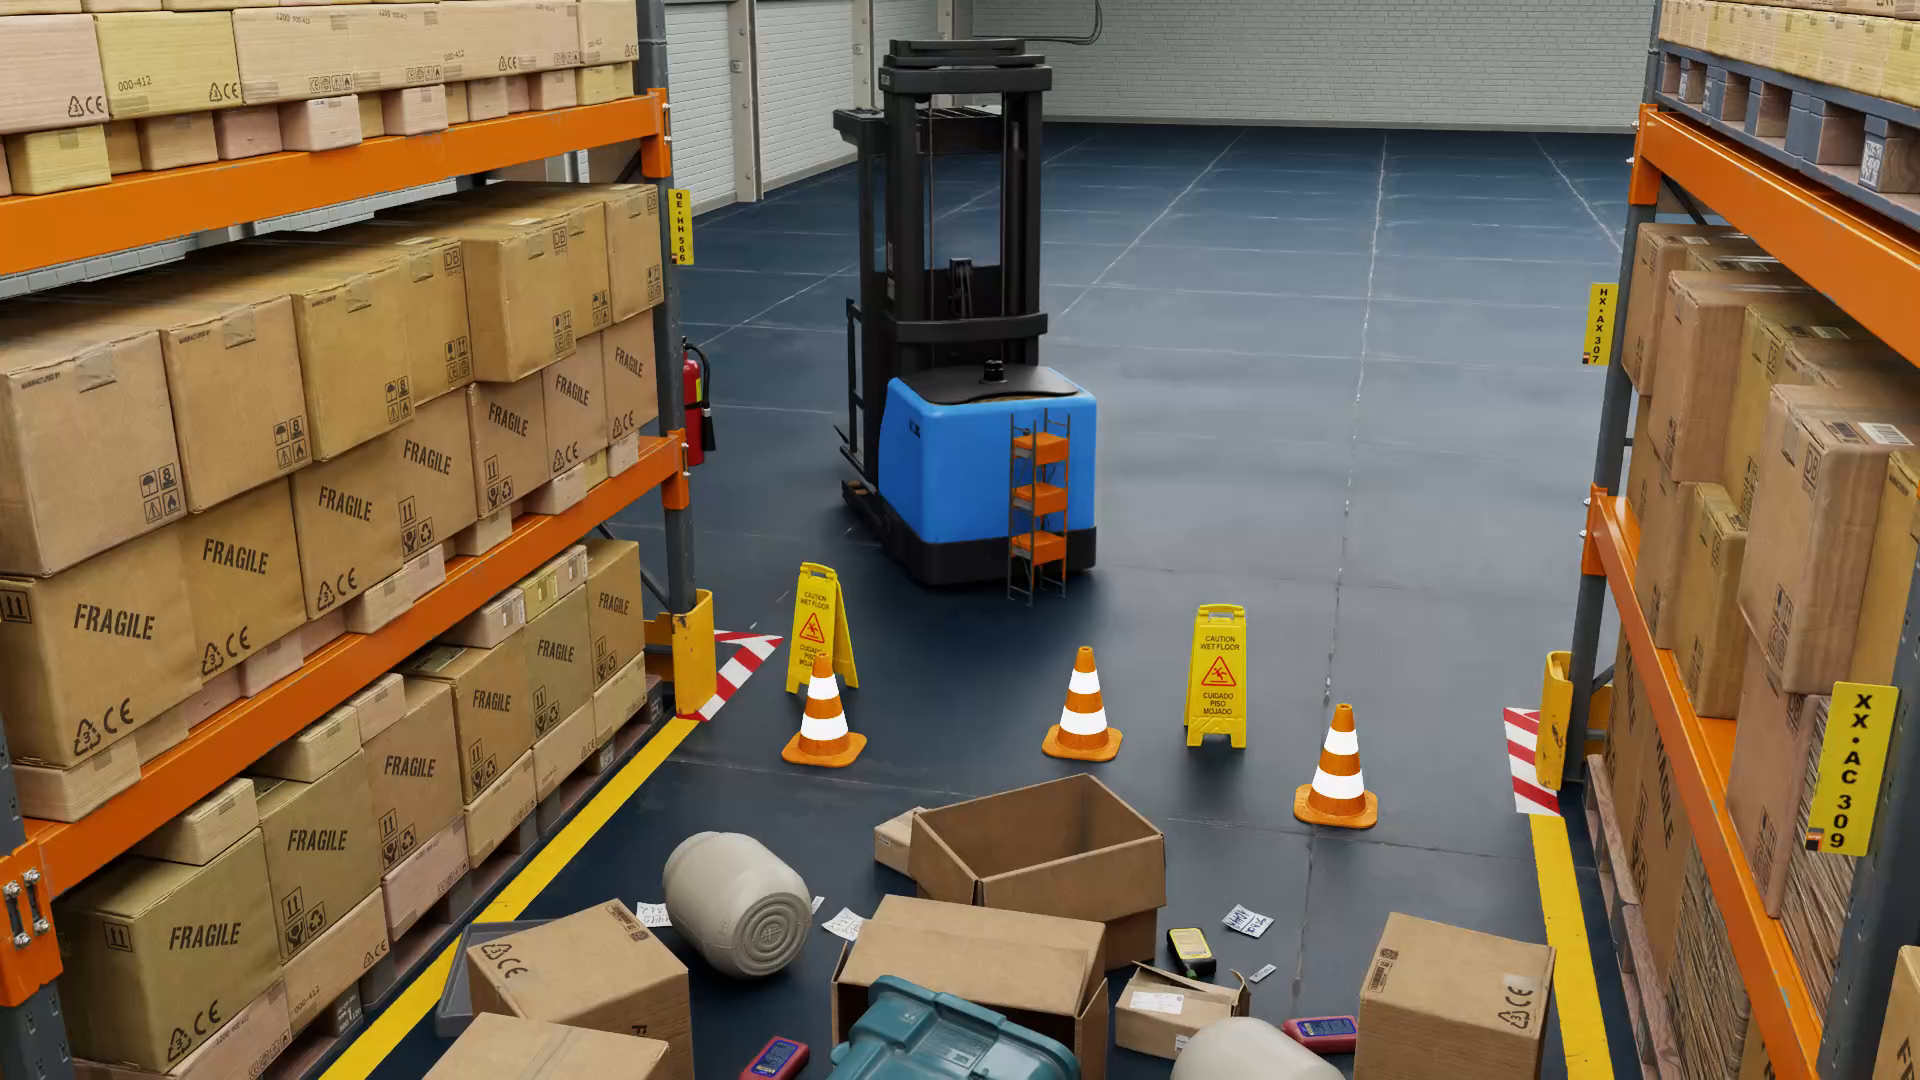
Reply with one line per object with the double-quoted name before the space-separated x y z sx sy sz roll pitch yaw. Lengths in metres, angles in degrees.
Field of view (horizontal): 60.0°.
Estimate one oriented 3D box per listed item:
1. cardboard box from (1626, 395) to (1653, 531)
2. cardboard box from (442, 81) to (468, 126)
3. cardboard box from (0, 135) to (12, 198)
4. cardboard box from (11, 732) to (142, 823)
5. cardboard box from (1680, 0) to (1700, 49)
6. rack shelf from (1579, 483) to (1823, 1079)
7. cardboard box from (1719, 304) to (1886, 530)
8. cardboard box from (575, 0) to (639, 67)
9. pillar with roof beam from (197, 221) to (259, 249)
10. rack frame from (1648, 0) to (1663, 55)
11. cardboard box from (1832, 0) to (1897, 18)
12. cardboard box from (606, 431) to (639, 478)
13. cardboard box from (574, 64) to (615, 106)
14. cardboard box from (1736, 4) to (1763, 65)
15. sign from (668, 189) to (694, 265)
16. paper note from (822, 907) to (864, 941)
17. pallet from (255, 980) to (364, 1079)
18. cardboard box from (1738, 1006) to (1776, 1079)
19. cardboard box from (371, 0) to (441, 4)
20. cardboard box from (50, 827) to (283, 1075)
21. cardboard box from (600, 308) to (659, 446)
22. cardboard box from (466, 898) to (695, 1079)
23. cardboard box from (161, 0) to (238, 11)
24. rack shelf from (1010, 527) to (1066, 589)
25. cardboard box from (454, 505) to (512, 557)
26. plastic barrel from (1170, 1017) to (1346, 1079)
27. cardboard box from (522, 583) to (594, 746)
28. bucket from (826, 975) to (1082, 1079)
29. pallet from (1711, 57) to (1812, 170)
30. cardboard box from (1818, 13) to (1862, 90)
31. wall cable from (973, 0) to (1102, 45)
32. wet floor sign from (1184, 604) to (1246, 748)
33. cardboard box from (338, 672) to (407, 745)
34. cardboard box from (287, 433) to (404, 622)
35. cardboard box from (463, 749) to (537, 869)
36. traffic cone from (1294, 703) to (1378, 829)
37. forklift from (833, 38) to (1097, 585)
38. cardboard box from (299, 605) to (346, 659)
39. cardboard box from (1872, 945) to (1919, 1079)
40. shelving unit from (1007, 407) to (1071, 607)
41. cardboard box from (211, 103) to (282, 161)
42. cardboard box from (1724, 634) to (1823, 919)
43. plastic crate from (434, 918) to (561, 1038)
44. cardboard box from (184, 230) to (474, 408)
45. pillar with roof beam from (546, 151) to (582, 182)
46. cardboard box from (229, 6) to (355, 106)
"cardboard box" 3.025 -0.312 6.228 0.875 0.550 0.550 5 19 13
"cardboard box" -1.909 -1.487 5.650 0.380 0.149 0.250 4 19 12
"cardboard box" -2.413 -0.846 3.772 0.380 0.149 0.250 4 19 13
"cardboard box" -2.342 0.579 4.240 0.380 0.149 0.250 5 19 13
"cardboard box" 2.554 -1.667 5.370 0.380 0.149 0.250 5 19 14
"rack shelf" 2.583 0.607 4.884 1.077 0.370 4.000 5 19 13
"cardboard box" 2.627 -0.309 4.548 0.875 0.550 0.500 5 19 13
"cardboard box" -1.616 -2.028 6.614 0.500 0.250 0.500 4 19 13
"pillar with roof beam" -1.970 -5.343 11.909 9.100 9.000 0.400 5 19 13
"rack frame" 3.072 -3.200 5.633 1.000 3.000 0.127 5 19 13
"cardboard box" 2.090 -1.175 3.315 0.500 0.250 0.500 5 19 13
"cardboard box" -1.591 -0.379 7.044 0.380 0.149 0.250 4 19 13
"cardboard box" -1.598 -1.806 6.582 0.380 0.149 0.250 5 19 14
"cardboard box" 2.308 -1.350 4.442 0.380 0.149 0.250 5 19 14
"sign" -1.219 -1.367 7.270 0.100 0.325 0.005 5 19 13
"paper note" -0.406 1.398 6.064 0.148 0.019 0.142 12 22 32
"pallet" -2.600 1.640 5.059 1.003 0.211 1.213 5 19 13
"cardboard box" 2.316 1.508 3.769 0.875 0.875 0.875 5 19 14
"cardboard box" -1.891 -1.785 5.288 0.380 0.149 0.250 5 20 15
"cardboard box" -2.324 1.118 4.718 0.500 0.500 0.500 6 20 16
"cardboard box" -1.618 -0.716 7.029 0.500 0.500 0.500 4 19 12
"cardboard box" -1.149 1.487 5.056 0.500 0.500 0.500 -13 23 -34
"cardboard box" -2.138 -1.463 4.345 0.380 0.149 0.250 5 19 13
"rack shelf" 0.424 0.095 9.169 0.240 0.259 0.215 -14 23 -37
"cardboard box" -1.881 -0.060 6.113 0.380 0.149 0.250 4 19 13
"plastic barrel" 0.884 1.636 4.744 0.421 0.421 0.512 -13 23 -34
"cardboard box" -1.820 0.463 6.635 0.500 0.500 0.500 5 20 15
"bucket" -0.108 1.498 3.874 0.726 0.611 0.620 12 32 32
"pallet" 2.605 -1.121 4.326 1.003 0.211 1.213 5 19 13
"cardboard box" 2.059 -1.033 3.515 0.380 0.149 0.250 5 19 14
"wall cable" 1.721 -12.555 37.827 3.097 2.526 0.112 5 19 13
"wet floor sign" 1.159 0.588 7.468 0.267 0.644 0.232 1 19 4
"cardboard box" -2.049 0.531 5.434 0.380 0.149 0.250 6 20 17
"cardboard box" -2.117 -0.086 5.183 0.500 0.500 0.500 4 19 13
"cardboard box" -1.946 0.983 6.272 0.500 0.250 0.500 4 19 11
"traffic cone" 1.565 0.894 6.854 0.336 0.463 0.334 5 19 13
"forklift" -0.136 -1.579 10.277 1.130 2.935 3.031 -6 20 -16
"cardboard box" -2.166 0.250 5.205 0.380 0.149 0.250 5 19 13
"cardboard box" 1.705 0.989 2.496 0.500 0.500 0.500 5 19 14
"shelving unit" 0.427 -0.179 9.079 0.252 1.050 0.215 -14 23 -37
"cardboard box" -2.169 -1.167 4.713 0.380 0.149 0.250 4 19 12
"cardboard box" 2.286 0.531 3.759 0.875 0.550 0.550 5 19 13
"plastic crate" -1.551 1.488 5.707 0.402 0.080 0.583 -2 19 -6
"cardboard box" -2.078 -0.732 5.529 0.700 0.500 0.500 5 19 13
"pillar with roof beam" -0.504 -7.224 17.415 9.100 9.000 0.400 5 19 13
"cardboard box" -2.105 -1.390 4.748 0.500 0.250 0.500 5 19 14
